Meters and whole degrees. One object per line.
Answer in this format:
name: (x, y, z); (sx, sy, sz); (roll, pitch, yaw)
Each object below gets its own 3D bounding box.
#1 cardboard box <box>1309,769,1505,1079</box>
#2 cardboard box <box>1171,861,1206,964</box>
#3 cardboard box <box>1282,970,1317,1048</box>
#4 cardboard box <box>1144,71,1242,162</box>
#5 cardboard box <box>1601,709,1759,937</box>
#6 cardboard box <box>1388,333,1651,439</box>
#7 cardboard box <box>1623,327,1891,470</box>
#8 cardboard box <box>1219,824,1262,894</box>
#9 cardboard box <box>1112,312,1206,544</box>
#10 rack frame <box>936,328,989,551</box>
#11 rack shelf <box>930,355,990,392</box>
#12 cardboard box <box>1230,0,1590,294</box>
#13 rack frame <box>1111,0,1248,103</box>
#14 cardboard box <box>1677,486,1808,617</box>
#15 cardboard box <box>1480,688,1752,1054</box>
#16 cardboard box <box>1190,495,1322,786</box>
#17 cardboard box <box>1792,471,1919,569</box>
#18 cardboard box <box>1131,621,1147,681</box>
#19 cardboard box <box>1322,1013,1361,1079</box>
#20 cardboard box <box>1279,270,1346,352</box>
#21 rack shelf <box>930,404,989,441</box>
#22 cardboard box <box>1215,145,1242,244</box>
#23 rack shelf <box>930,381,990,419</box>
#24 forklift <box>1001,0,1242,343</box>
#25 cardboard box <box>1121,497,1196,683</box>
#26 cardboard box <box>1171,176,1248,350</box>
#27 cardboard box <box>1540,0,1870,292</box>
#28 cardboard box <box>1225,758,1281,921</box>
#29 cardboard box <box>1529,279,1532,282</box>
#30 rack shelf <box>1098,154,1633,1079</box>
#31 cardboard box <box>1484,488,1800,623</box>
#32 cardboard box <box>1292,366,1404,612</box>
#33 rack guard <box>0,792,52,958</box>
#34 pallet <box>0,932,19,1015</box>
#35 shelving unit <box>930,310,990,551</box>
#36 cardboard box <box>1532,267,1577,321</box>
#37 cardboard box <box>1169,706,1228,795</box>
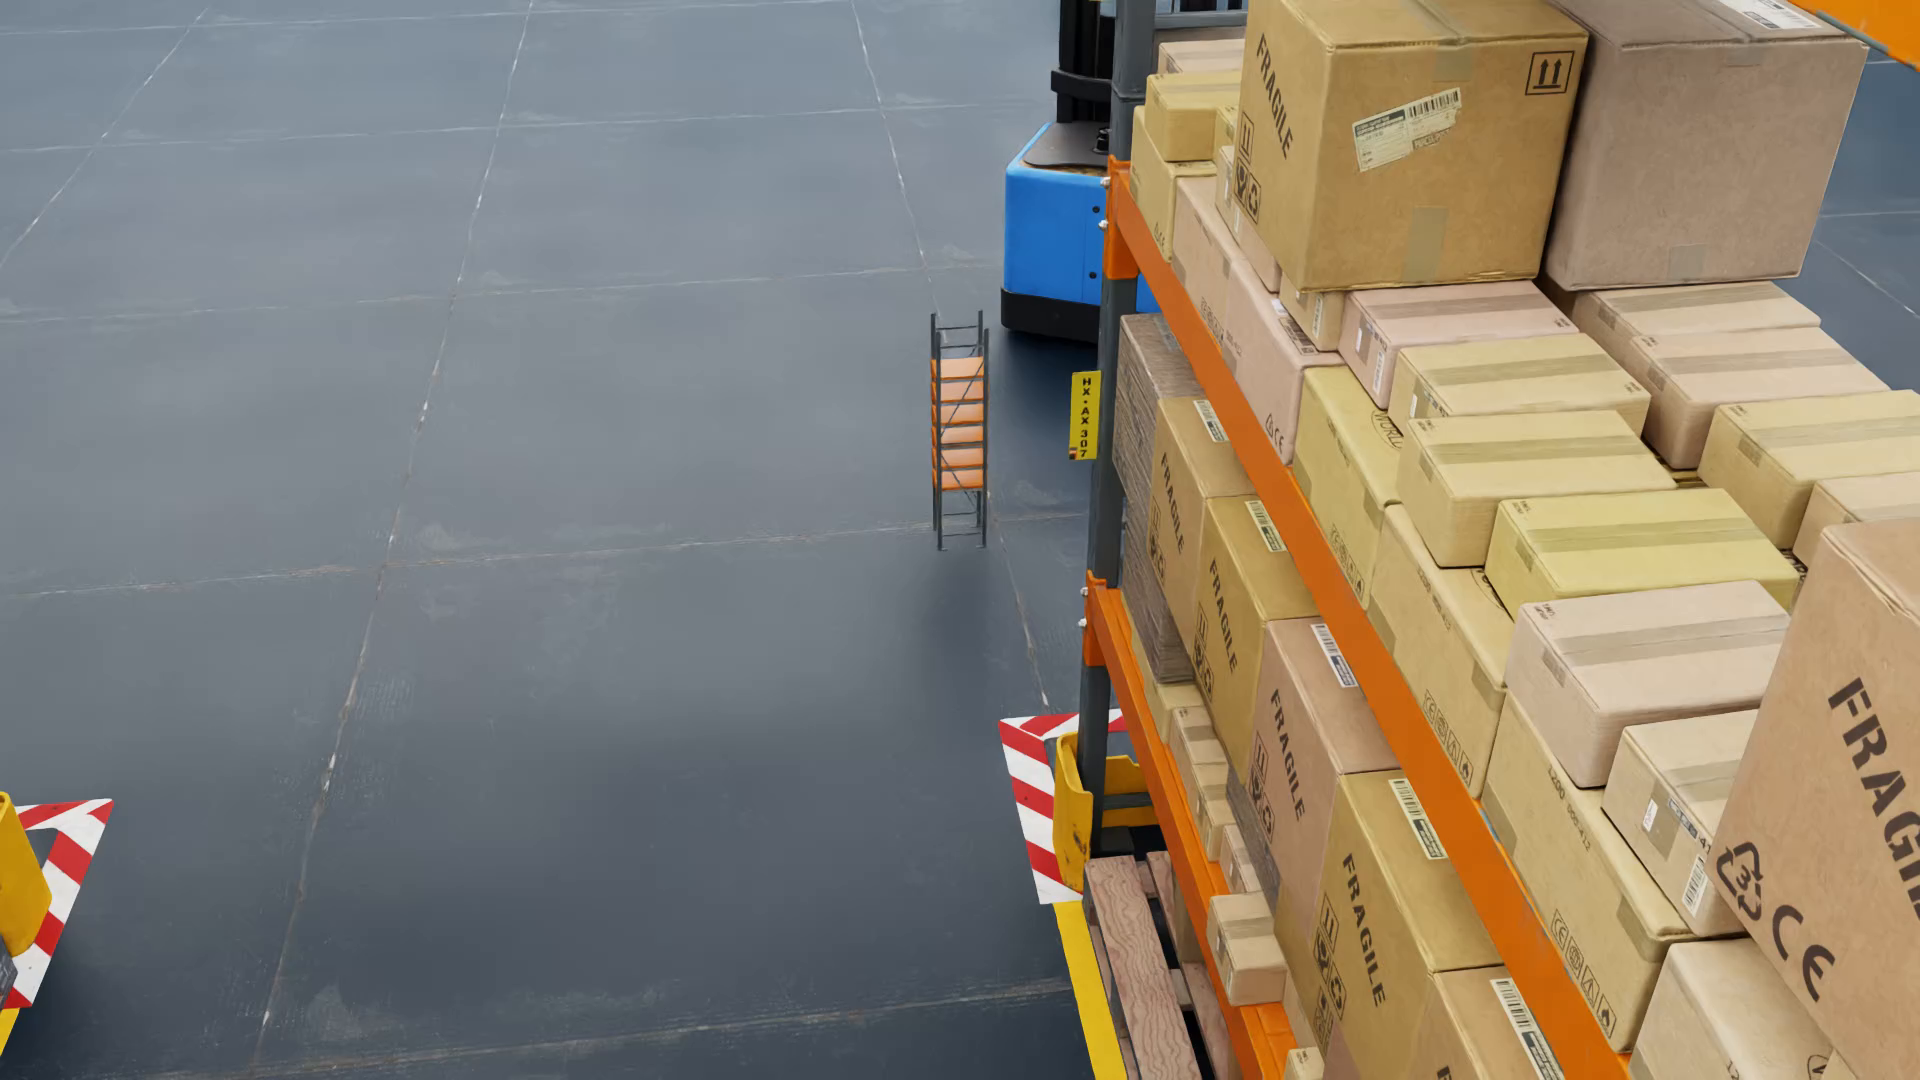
cardboard box: (1.016, 0.780, 3.200); (0.500, 0.500, 0.500); (-4, 35, -6)
cardboard box: (1.014, 1.123, 5.785); (0.500, 0.500, 0.500); (2, 34, 2)
cardboard box: (1.019, 1.169, 4.094); (0.380, 0.149, 0.250); (-4, 35, -6)
cardboard box: (0.693, -1.105, 4.324); (0.380, 0.149, 0.250); (-4, 34, -5)
cardboard box: (1.090, 0.355, 2.181); (0.380, 0.149, 0.250); (-6, 35, -9)
cardboard box: (1.023, -0.248, 3.066); (0.380, 0.149, 0.250); (-6, 35, -8)
cardboard box: (1.465, -0.267, 3.094); (0.380, 0.149, 0.250); (-4, 34, -5)
cardboard box: (0.923, 0.892, 4.501); (0.380, 0.149, 0.250); (-4, 35, -6)
cardboard box: (0.750, -0.336, 4.838); (0.500, 0.500, 0.500); (-4, 35, -6)
rack frame: (0.010, -0.453, 7.849); (0.240, 1.200, 0.006); (-4, 35, -6)
rack shelf: (-0.002, -0.765, 7.746); (0.258, 0.103, 0.180); (-4, 35, -6)
cardboard box: (0.879, -0.847, 3.369); (0.500, 0.500, 0.500); (-5, 35, -7)
rack frame: (0.947, -2.565, 4.023); (1.000, 3.000, 0.127); (-4, 35, -6)
cardboard box: (1.545, 0.125, 2.872); (0.500, 0.250, 0.500); (-6, 35, -8)
cardboard box: (1.104, 0.442, 2.408); (0.500, 0.250, 0.500); (-4, 34, -5)
cardboard box: (0.879, 0.223, 4.019); (0.500, 0.500, 0.500); (-4, 35, -6)
cardboard box: (1.602, 0.014, 2.682); (0.380, 0.149, 0.250); (-5, 35, -7)
cardboard box: (0.763, 0.336, 5.317); (0.380, 0.149, 0.250); (-4, 35, -6)
cardboard box: (1.286, 1.173, 3.512); (0.875, 0.500, 0.500); (-4, 35, -6)
cardboard box: (0.896, -0.529, 3.478); (0.380, 0.149, 0.250); (-6, 35, -9)
rack shelf: (-0.002, -0.566, 7.881); (0.258, 0.103, 0.180); (-4, 35, -6)
cardboard box: (0.815, -0.816, 3.900); (0.380, 0.149, 0.250); (-3, 34, -4)
rack shelf: (-0.002, -0.665, 7.814); (0.258, 0.103, 0.180); (-4, 35, -6)
forklift: (1.219, -3.137, 10.251); (1.130, 2.935, 3.031); (11, 36, 16)
cardboard box: (0.993, 0.059, 5.147); (0.875, 0.500, 0.500); (-4, 35, -6)
cardboard box: (0.831, -0.688, 4.065); (0.500, 0.250, 0.500); (-5, 35, -7)
cardboard box: (1.406, -0.851, 3.374); (0.500, 0.500, 0.500); (-4, 35, -6)
cardboard box: (1.204, 0.611, 4.337); (0.875, 0.500, 0.500); (-4, 35, -6)
cardboard box: (1.394, -0.449, 3.714); (0.500, 0.250, 0.500); (-4, 34, -5)
rack shelf: (1.215, 0.088, 3.433); (1.077, 0.370, 4.000); (-4, 35, -6)
cardboard box: (1.065, 0.053, 2.624); (0.380, 0.149, 0.250); (-3, 34, -5)
cardboard box: (0.968, -0.121, 3.234); (0.500, 0.250, 0.500); (-3, 34, -5)
rack guard: (-3.985, 1.253, 5.968); (1.175, 0.500, 0.348); (-4, 35, -6)
pallet: (-3.797, 1.826, 5.383); (1.003, 0.211, 1.213); (-4, 35, -6)
shelving unit: (-0.002, -0.504, 7.924); (0.258, 1.200, 0.189); (-4, 35, -6)
cardboard box: (1.461, -0.570, 3.539); (0.380, 0.149, 0.250); (-6, 35, -9)
cardboard box: (0.836, 0.614, 4.908); (0.380, 0.149, 0.250); (-4, 35, -6)
